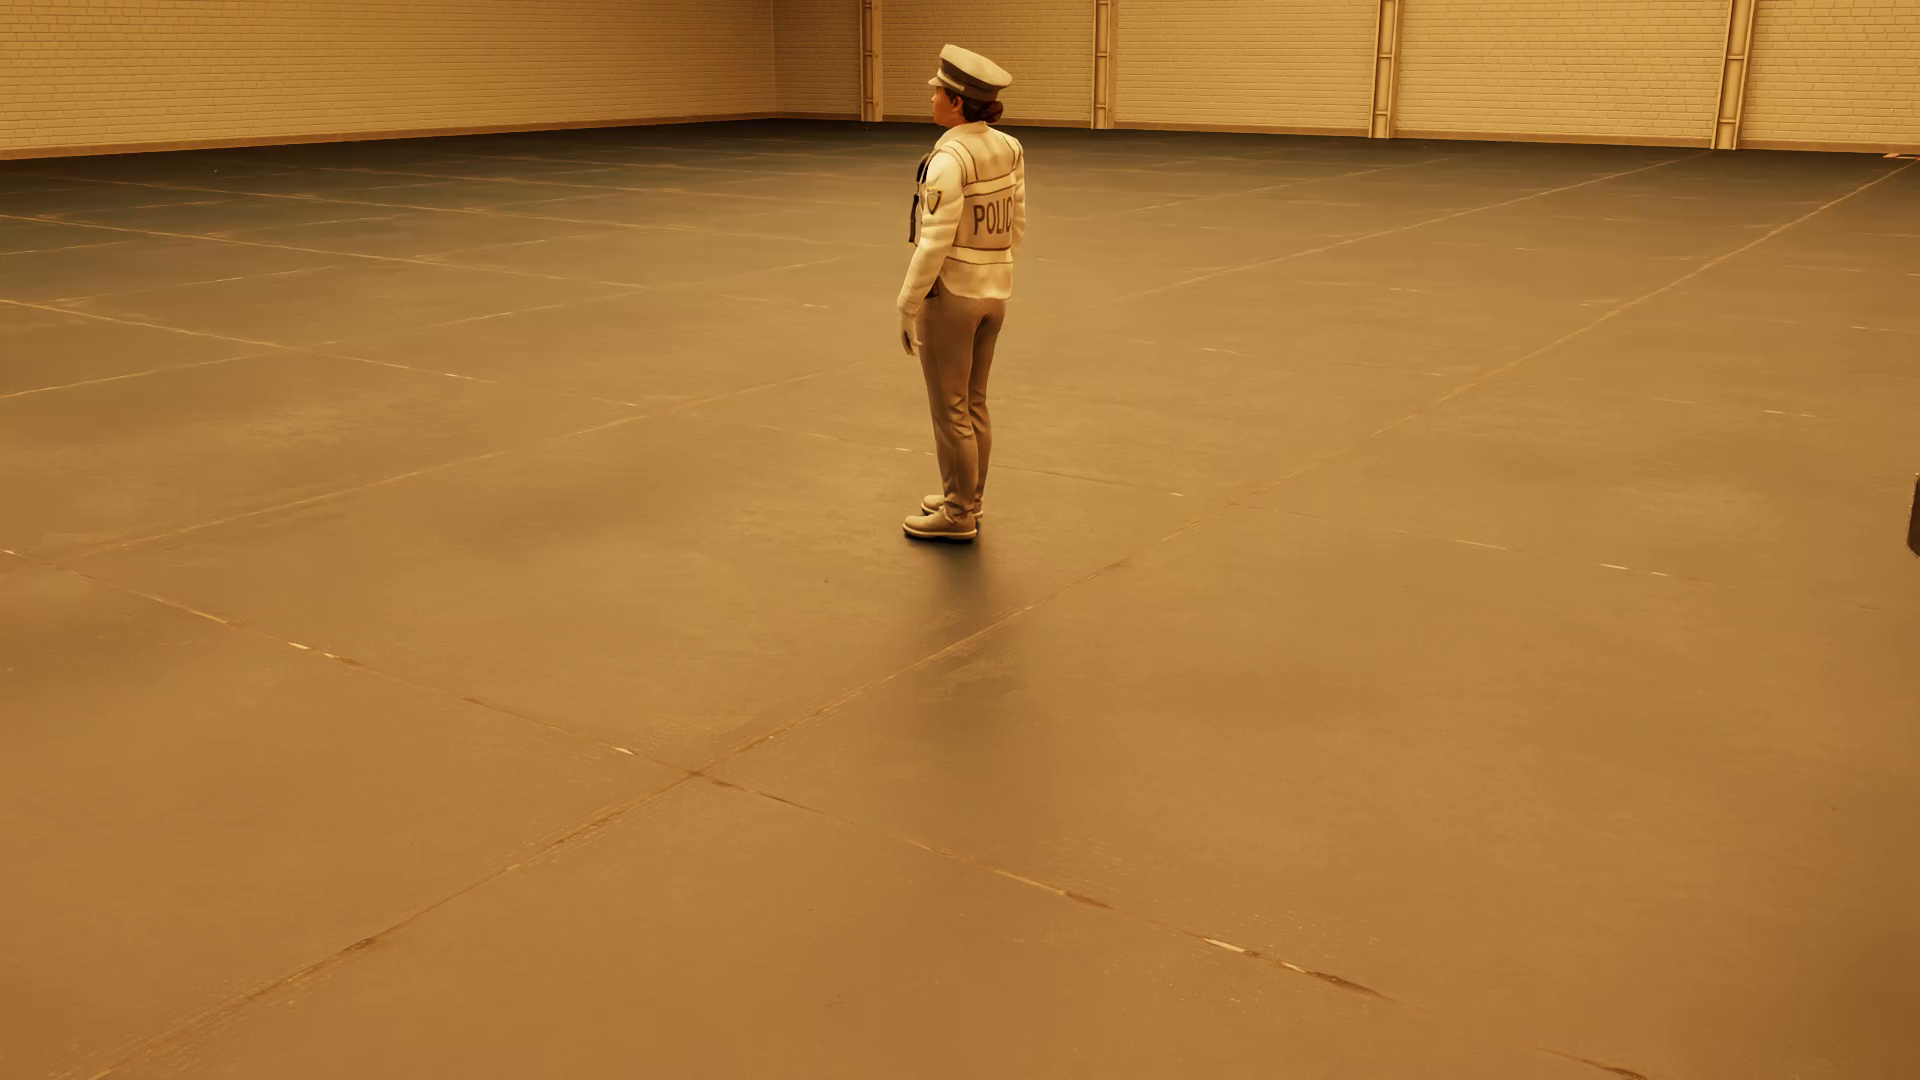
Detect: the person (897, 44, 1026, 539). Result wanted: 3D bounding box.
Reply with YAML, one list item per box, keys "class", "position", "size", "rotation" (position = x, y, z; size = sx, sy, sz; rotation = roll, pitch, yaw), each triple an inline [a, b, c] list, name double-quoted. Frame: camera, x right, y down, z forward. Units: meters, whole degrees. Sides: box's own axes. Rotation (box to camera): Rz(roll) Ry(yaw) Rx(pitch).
- class: "person"
  position: [-0.053, -0.832, 5.747]
  size: [0.530, 1.694, 0.586]
  rotation: [11, 20, 33]

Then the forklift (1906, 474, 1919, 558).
- class: "forklift"
  position: [4.567, -1.090, 4.477]
  size: [3.031, 2.935, 1.130]
  rotation: [4, 17, 14]
